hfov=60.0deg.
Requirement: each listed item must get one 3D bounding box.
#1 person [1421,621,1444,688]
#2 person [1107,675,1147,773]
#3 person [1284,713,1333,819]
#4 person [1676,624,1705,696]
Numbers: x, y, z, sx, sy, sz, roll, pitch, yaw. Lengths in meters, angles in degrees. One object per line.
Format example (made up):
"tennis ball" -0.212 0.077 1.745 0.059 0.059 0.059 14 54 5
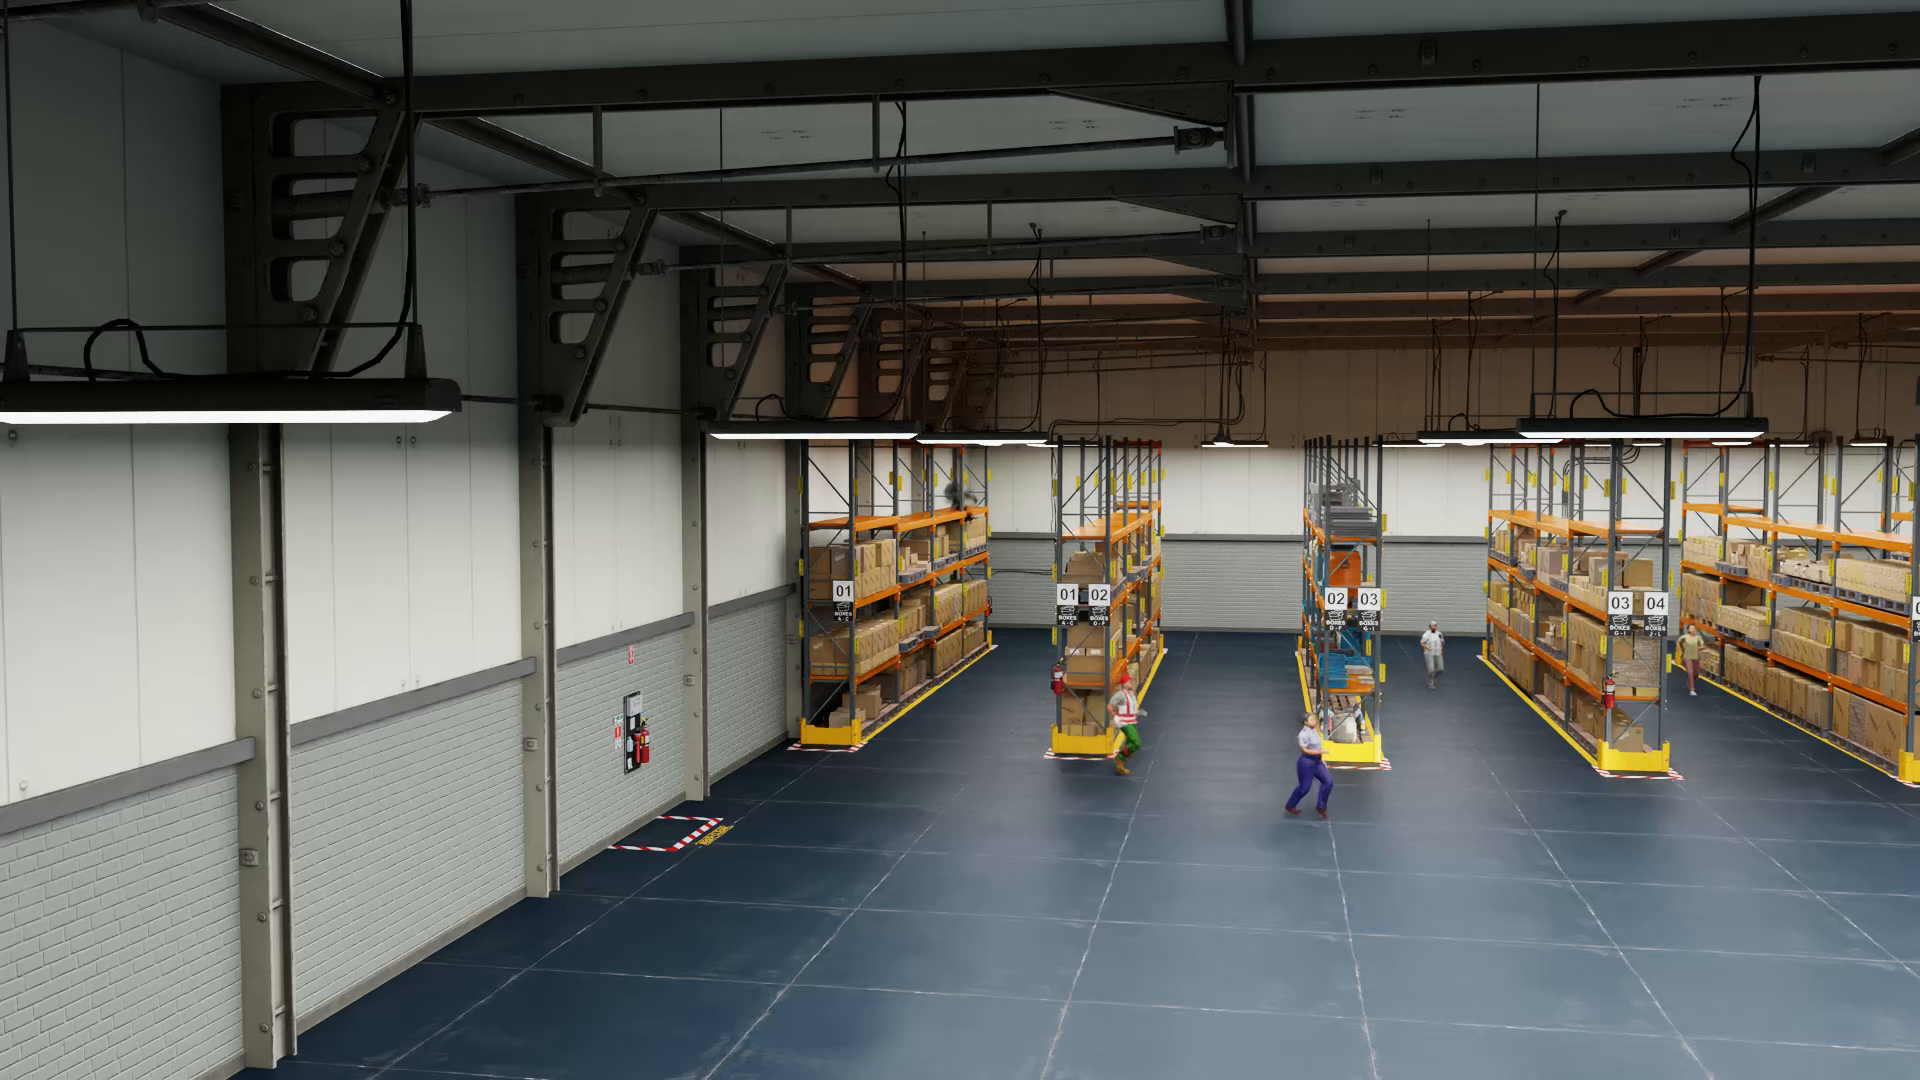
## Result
"person" 11.368 2.753 39.889 0.600 1.620 0.561 0 3 -1
"person" 2.993 3.250 29.311 0.616 1.746 0.646 2 4 32
"person" 5.446 3.524 25.924 0.733 1.683 0.608 2 4 38
"person" 17.107 2.776 38.892 0.584 1.645 0.929 0 3 9
